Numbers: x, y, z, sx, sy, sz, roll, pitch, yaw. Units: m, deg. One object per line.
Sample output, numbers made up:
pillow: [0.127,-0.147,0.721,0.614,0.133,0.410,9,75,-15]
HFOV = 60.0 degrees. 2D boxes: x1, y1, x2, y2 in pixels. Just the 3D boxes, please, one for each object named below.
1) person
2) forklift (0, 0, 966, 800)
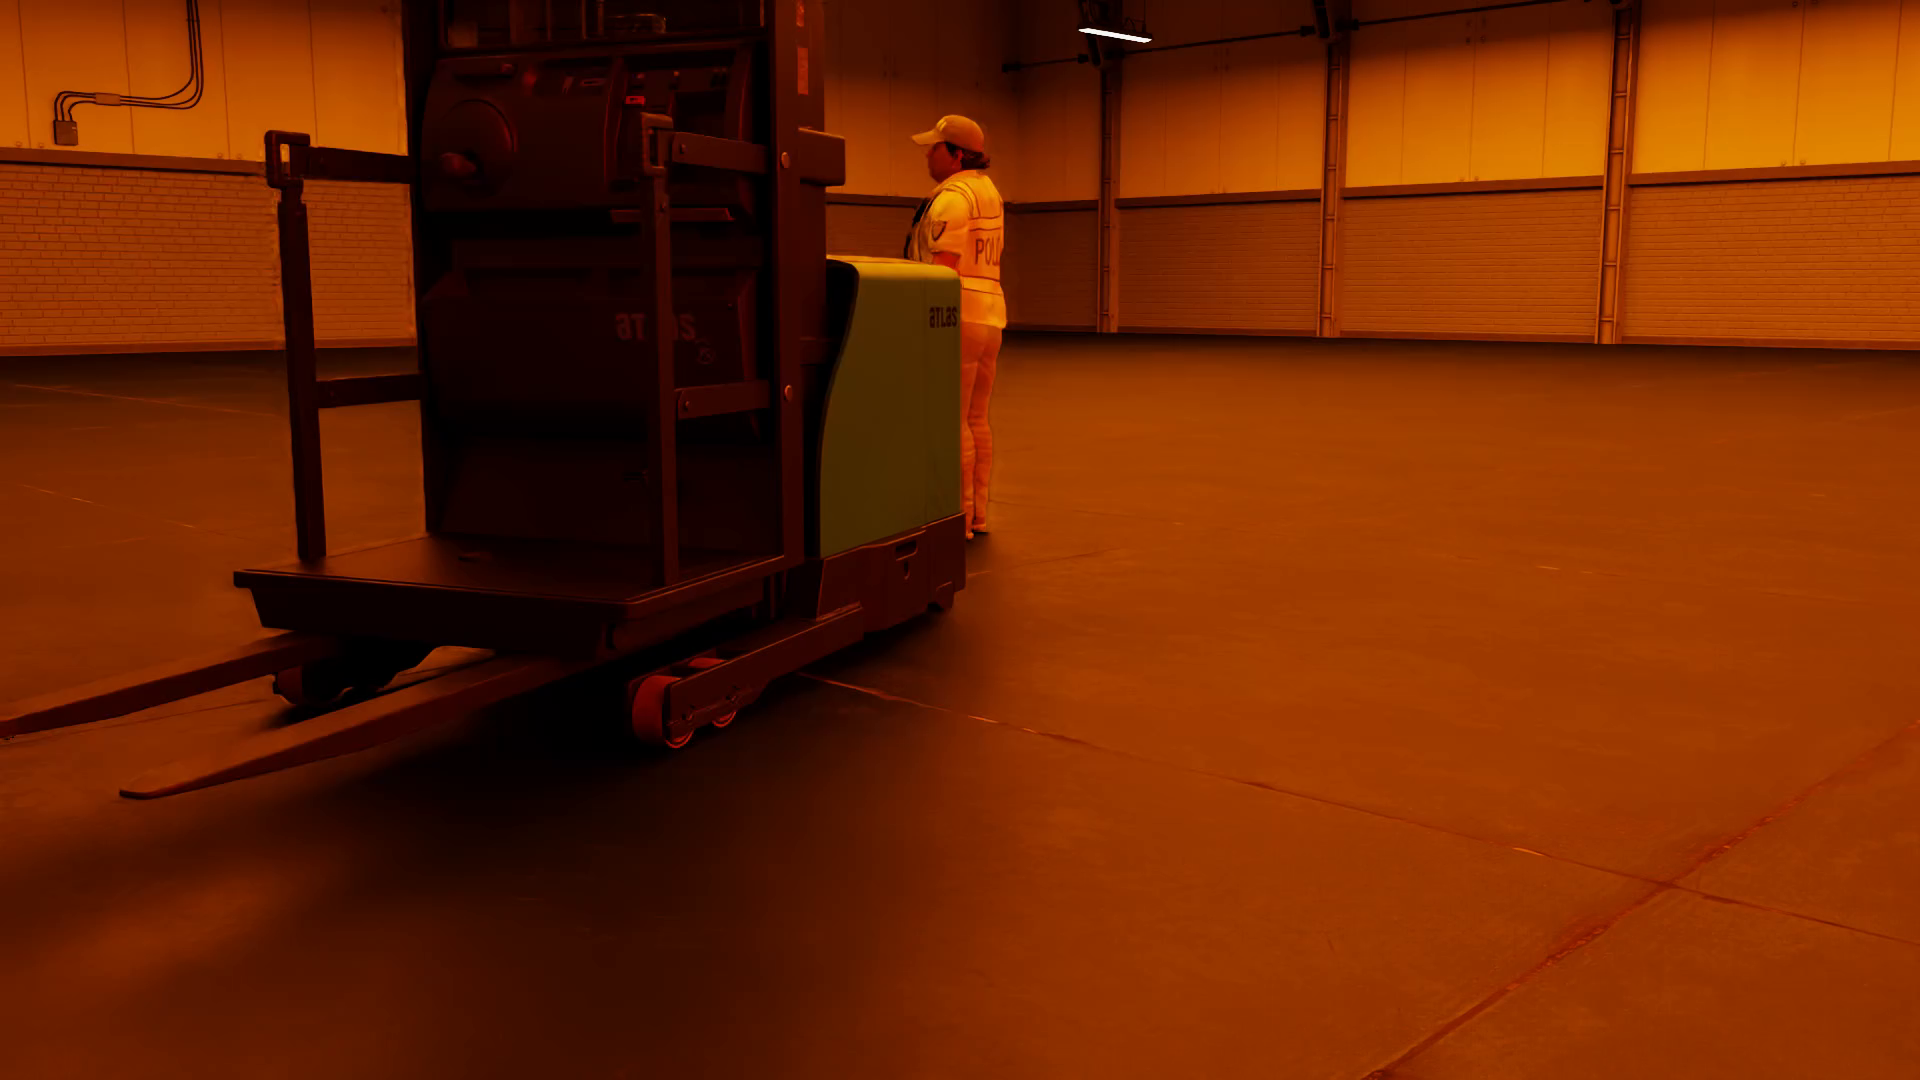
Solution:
person: [-0.029,-0.831,6.643,0.420,1.673,0.670,3,9,20]
forklift: [-1.005,-1.059,3.905,1.130,2.935,3.031,3,9,22]
